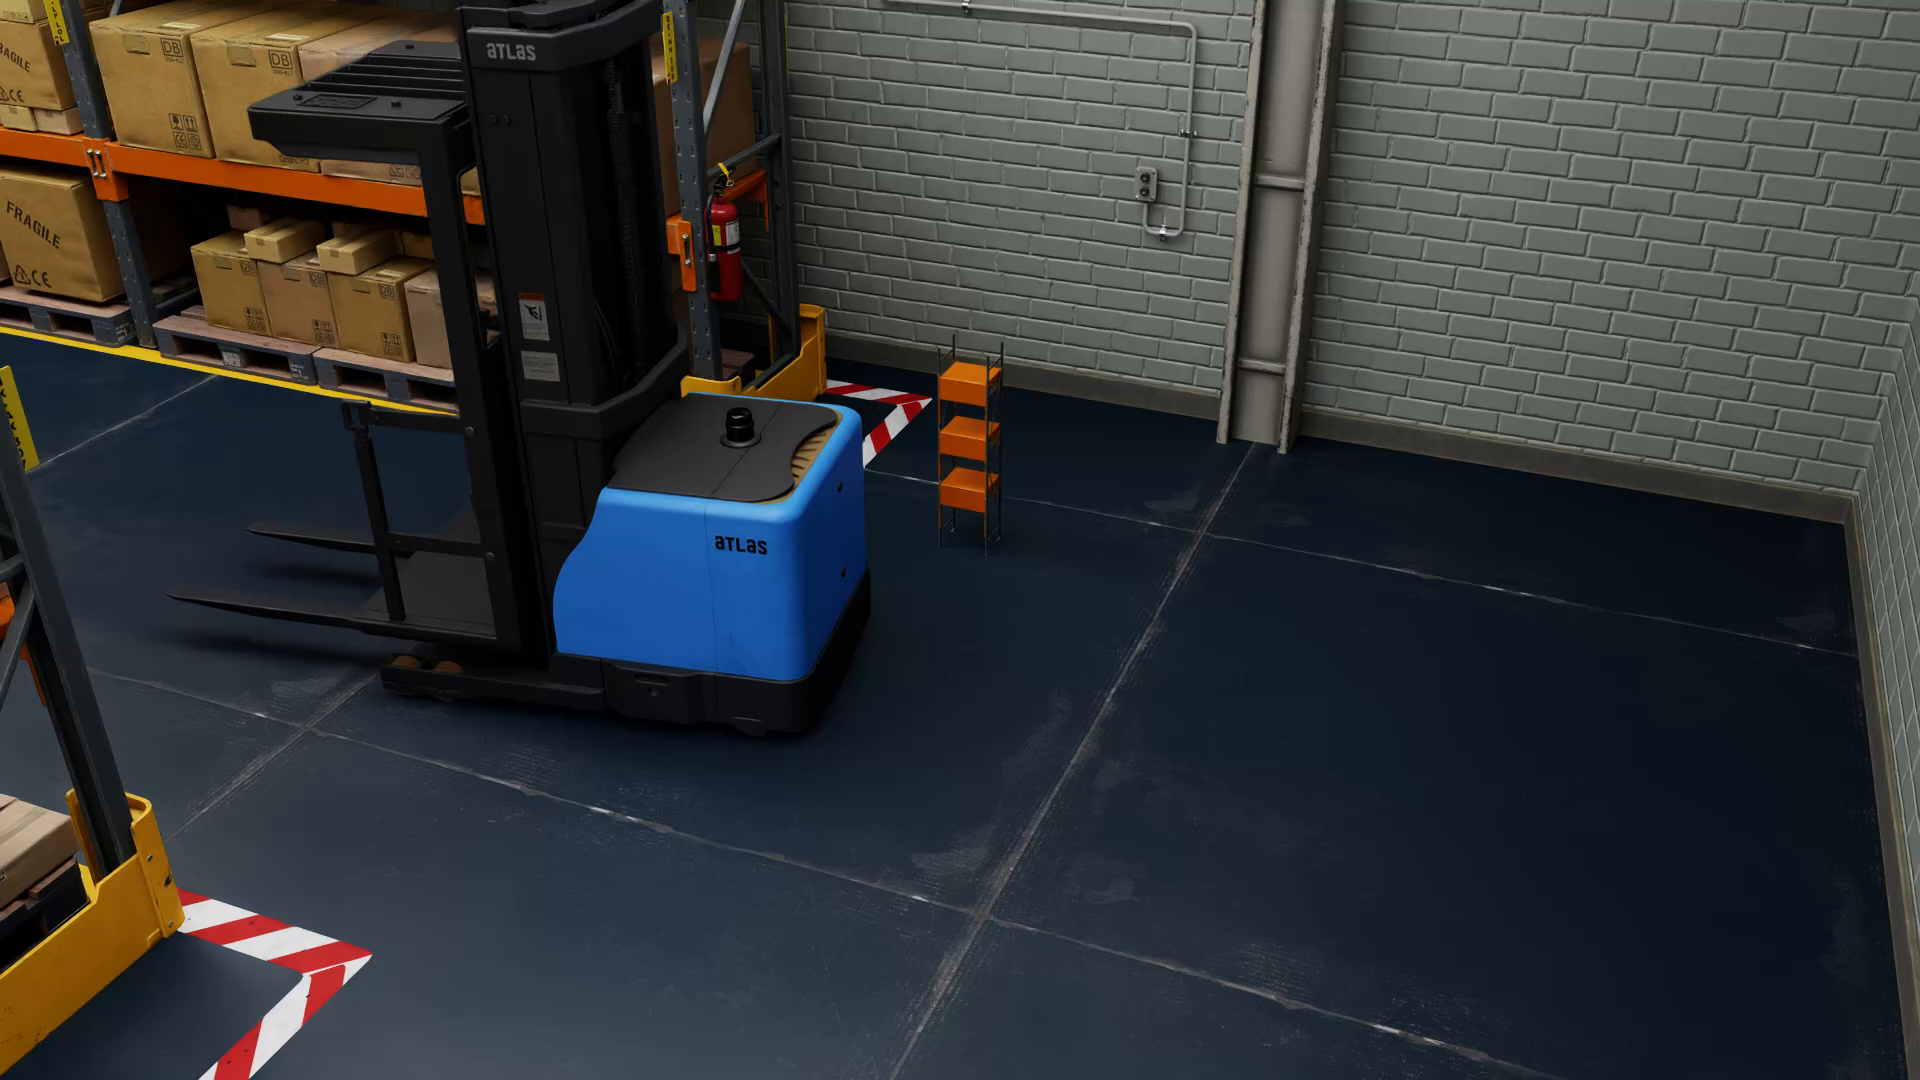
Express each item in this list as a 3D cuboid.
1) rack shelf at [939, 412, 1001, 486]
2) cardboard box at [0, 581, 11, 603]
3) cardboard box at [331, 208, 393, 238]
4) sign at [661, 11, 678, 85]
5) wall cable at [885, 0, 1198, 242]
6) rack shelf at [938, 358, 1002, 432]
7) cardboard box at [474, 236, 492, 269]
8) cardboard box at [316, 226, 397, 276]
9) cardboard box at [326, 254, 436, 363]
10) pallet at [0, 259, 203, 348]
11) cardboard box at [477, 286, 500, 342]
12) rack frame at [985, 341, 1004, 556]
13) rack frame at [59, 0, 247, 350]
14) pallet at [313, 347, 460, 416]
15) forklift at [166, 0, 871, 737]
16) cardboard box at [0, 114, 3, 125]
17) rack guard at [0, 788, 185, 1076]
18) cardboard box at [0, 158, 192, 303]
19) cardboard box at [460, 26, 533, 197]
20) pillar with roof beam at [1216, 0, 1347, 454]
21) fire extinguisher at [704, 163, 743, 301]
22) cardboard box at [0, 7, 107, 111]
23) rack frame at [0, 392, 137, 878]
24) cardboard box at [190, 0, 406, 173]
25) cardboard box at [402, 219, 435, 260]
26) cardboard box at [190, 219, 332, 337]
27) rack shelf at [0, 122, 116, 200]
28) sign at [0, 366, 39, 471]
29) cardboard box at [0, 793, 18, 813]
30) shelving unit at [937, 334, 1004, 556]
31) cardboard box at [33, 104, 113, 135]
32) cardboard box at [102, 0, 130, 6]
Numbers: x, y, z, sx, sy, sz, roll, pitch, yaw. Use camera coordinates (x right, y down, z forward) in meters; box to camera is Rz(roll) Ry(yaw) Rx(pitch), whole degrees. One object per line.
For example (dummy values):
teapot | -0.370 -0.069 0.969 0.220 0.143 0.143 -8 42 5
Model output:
rack shelf | 0.050 -0.438 7.979 0.240 0.259 0.215 11 31 19
cardboard box | -3.338 0.028 5.050 0.500 0.500 0.500 12 32 20
cardboard box | -3.545 -1.890 9.999 0.250 0.149 0.380 10 31 18
sign | -1.384 -2.348 7.938 0.005 0.325 0.100 11 31 19
wall cable | 0.375 -2.622 8.808 1.851 1.984 0.084 11 31 19
rack shelf | 0.050 -0.685 7.840 0.240 0.259 0.215 11 31 19
cardboard box | -2.600 -1.701 9.665 0.250 0.149 0.380 12 32 20
cardboard box | -3.487 -1.674 9.618 0.250 0.149 0.380 10 31 18
cardboard box | -3.280 -1.445 9.871 0.500 0.500 0.700 12 32 20
pallet | -5.617 -1.620 10.901 1.213 0.211 1.003 11 31 19
cardboard box | -2.317 -1.256 9.538 0.500 0.500 0.700 11 31 19
rack frame | 0.163 -0.425 7.934 0.008 1.050 0.200 11 31 19
rack frame | -4.873 -2.725 10.023 0.127 3.000 1.000 11 31 19
pallet | -3.064 -1.110 10.000 1.213 0.211 1.003 11 31 19
forklift | -1.975 -0.840 6.757 3.031 2.935 1.130 6 30 11
cardboard box | -5.759 -2.663 10.147 0.250 0.149 0.380 12 32 21
rack guard | -3.096 1.348 5.357 0.348 0.500 1.175 11 31 19
cardboard box | -5.525 -2.033 10.557 0.750 0.750 0.750 12 32 20
cardboard box | -2.322 -2.335 9.028 0.700 0.700 0.980 11 31 19
pillar with roof beam | 0.042 -2.529 3.579 0.400 9.000 9.100 11 31 19
fire extinguisher | -1.201 -1.551 8.403 0.183 0.674 0.296 11 31 19
cardboard box | -5.396 -2.878 9.868 0.500 0.500 0.500 11 31 18
rack frame | -3.026 0.274 4.717 0.127 3.000 1.000 11 31 19
cardboard box | -3.703 -2.611 9.516 0.700 0.700 0.980 10 31 18
cardboard box | -3.072 -1.795 9.832 0.250 0.149 0.380 11 31 18
cardboard box | -4.219 -1.635 10.208 0.500 0.500 0.700 12 32 20
rack shelf | -6.727 -2.782 10.855 4.000 0.370 1.077 11 31 19
sign | -2.822 -0.350 4.942 0.005 0.325 0.100 11 31 19
cardboard box | -3.516 1.035 5.802 0.250 0.166 0.380 11 31 19
shelving unit | 0.050 -0.447 7.974 0.252 1.050 0.215 11 31 19
cardboard box | -5.293 -2.558 9.963 0.250 0.149 0.380 12 31 20
cardboard box | -5.202 -3.438 10.097 0.500 0.250 0.500 12 32 21
